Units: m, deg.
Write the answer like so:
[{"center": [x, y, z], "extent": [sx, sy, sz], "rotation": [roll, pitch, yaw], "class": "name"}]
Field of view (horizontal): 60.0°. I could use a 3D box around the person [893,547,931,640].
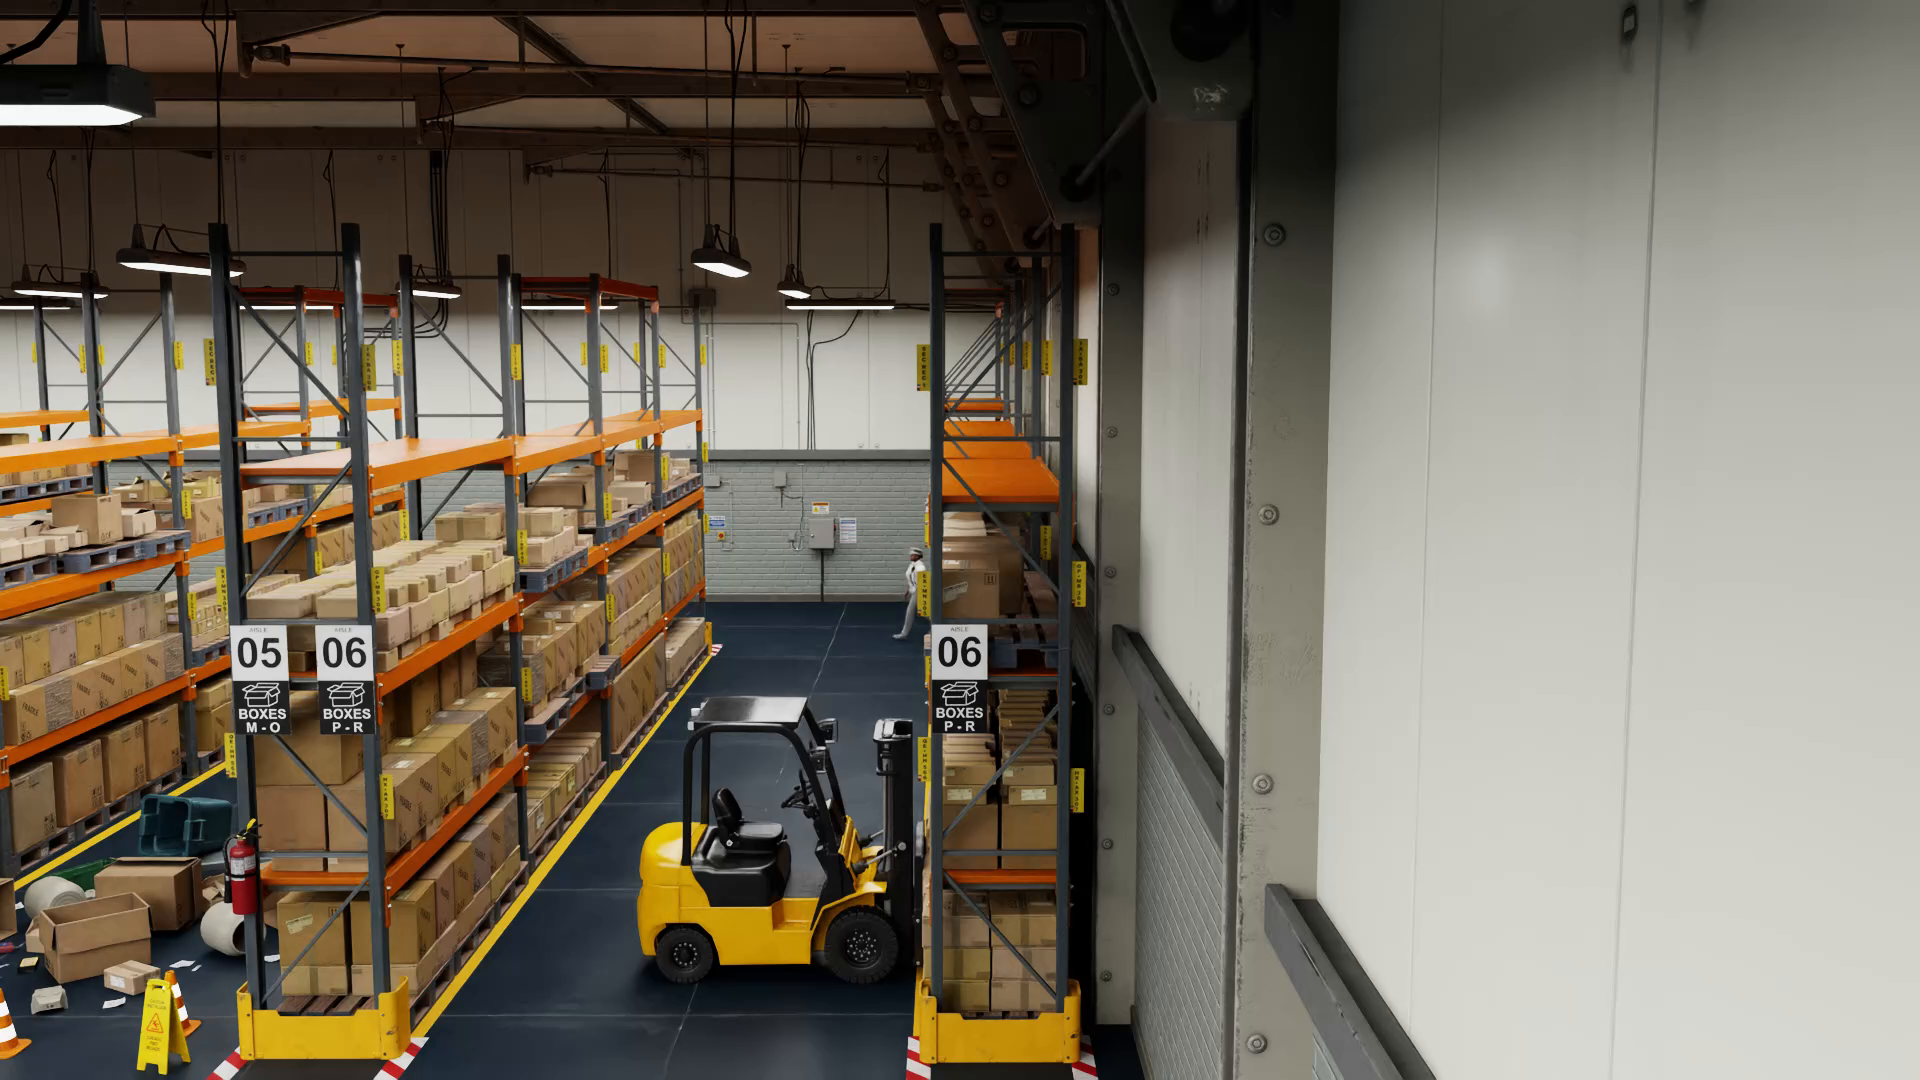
[{"center": [-0.727, 0.926, 29.378], "extent": [0.984, 1.648, 0.475], "rotation": [-2, 7, -19], "class": "person"}]
